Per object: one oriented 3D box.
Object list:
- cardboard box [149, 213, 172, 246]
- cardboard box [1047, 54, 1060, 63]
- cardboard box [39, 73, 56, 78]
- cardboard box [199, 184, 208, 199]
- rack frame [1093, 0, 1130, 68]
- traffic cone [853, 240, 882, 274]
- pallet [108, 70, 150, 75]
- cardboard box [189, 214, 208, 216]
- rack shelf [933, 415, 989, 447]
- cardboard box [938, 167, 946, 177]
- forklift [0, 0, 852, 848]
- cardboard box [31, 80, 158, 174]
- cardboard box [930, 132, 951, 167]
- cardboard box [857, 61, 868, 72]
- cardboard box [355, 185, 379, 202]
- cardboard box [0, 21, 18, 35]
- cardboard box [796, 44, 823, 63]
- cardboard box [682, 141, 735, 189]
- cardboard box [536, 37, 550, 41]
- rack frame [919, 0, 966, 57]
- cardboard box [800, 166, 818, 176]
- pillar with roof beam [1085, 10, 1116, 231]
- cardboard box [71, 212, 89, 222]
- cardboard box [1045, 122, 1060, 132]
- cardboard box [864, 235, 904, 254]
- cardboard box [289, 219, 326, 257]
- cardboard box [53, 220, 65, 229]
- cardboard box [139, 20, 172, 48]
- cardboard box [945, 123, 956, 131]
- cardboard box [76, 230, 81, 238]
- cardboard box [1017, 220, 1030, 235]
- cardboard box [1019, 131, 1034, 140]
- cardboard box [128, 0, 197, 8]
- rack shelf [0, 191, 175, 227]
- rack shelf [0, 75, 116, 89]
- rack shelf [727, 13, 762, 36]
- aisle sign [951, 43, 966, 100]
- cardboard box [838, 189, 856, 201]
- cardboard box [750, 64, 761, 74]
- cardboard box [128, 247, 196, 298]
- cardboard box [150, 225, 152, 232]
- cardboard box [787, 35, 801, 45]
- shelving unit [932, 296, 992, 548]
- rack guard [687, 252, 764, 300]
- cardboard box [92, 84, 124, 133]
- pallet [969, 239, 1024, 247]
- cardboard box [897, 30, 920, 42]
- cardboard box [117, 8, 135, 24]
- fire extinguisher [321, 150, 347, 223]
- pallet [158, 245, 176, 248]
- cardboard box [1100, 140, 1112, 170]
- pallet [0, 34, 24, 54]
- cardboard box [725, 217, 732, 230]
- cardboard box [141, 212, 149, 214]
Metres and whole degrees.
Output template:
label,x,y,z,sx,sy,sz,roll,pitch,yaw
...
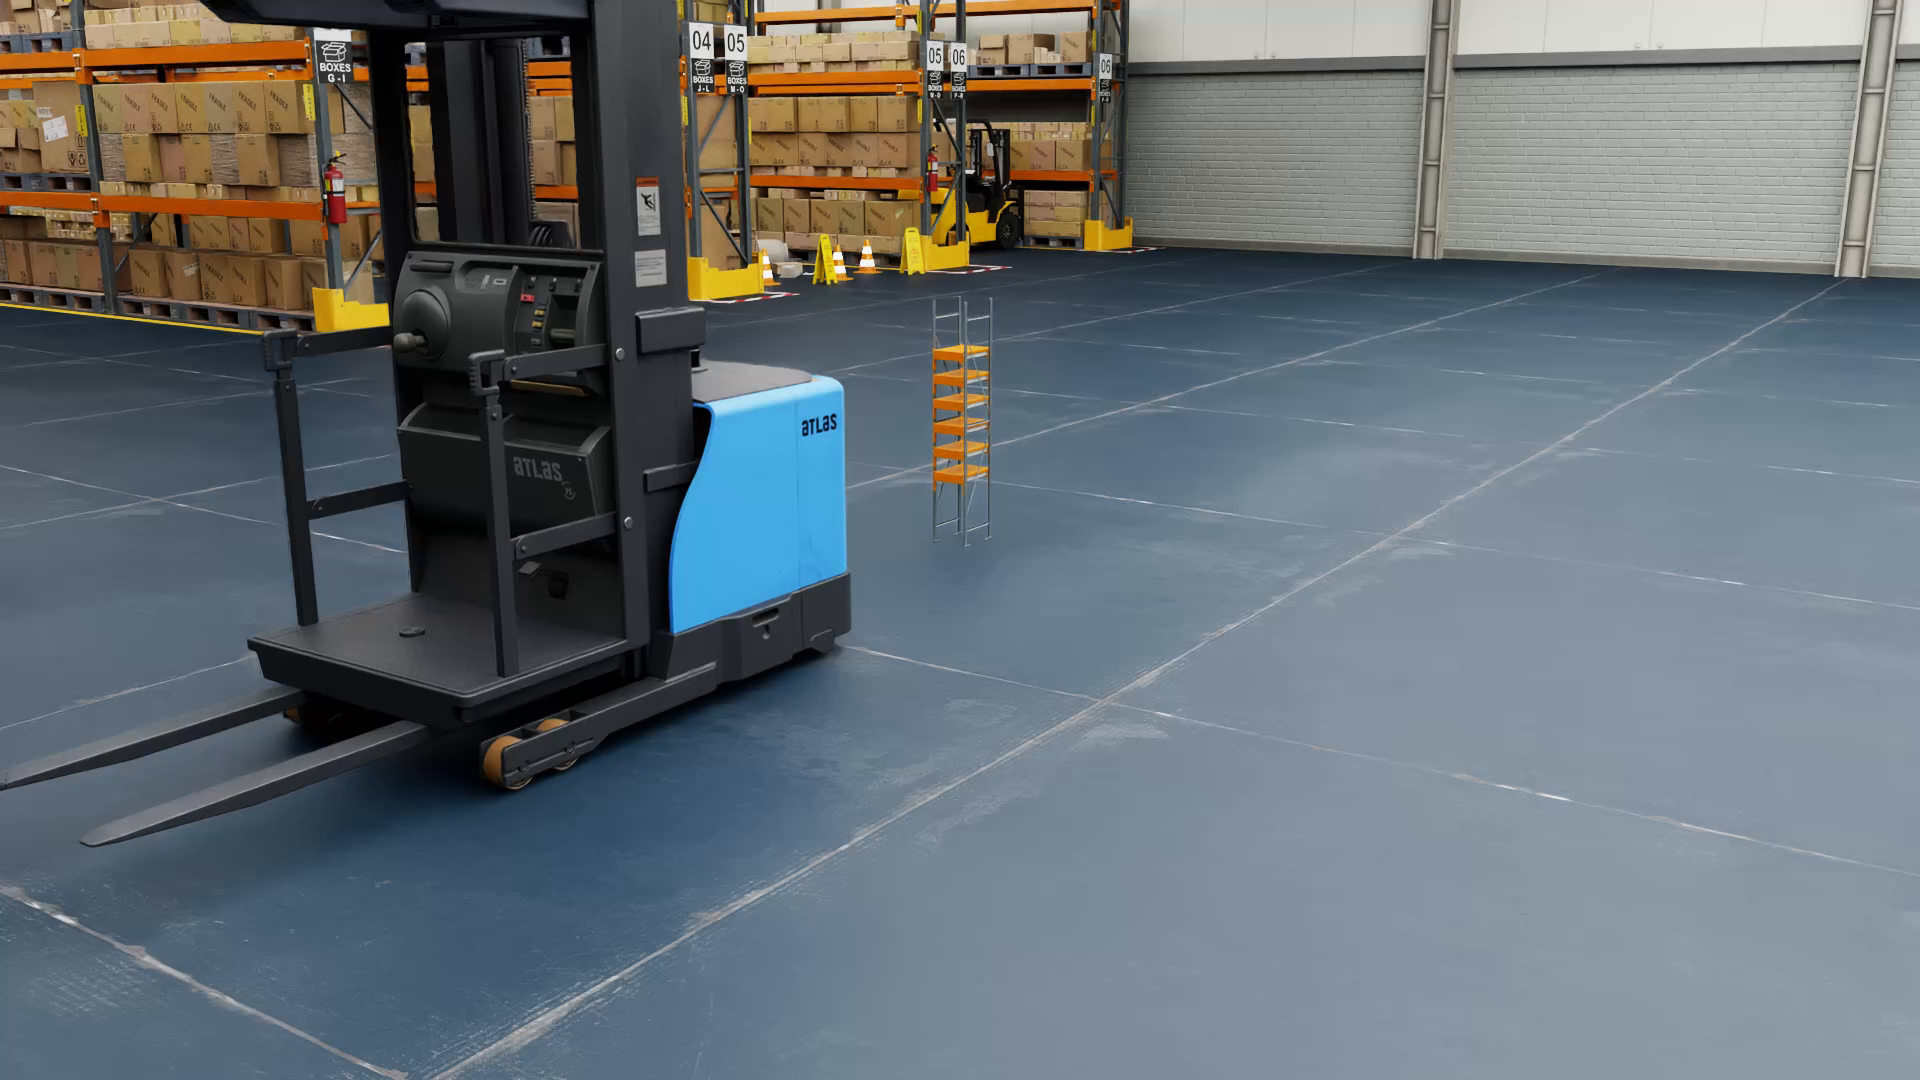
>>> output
label,x,y,z,sx,sy,sz,roll,pitch,yaw
cardboard box,-12.413,-4.920,26.284,0.500,0.500,0.500,10,17,35
cardboard box,1.668,-8.100,28.000,0.250,0.149,0.380,9,16,31
cardboard box,-14.676,-7.681,27.177,0.500,0.250,0.500,9,17,33
cardboard box,-7.597,-3.599,17.144,0.250,0.149,0.380,9,17,33
rack frame,2.525,-9.375,27.468,0.127,3.000,1.000,9,17,33
traffic cone,-1.319,-4.042,23.687,0.334,0.463,0.336,9,17,33
pallet,-12.426,-7.342,25.890,1.003,0.211,1.213,9,17,33
cardboard box,-11.549,-5.144,25.628,0.500,0.250,0.500,10,17,35
rack shelf,0.012,-0.537,8.182,0.180,0.103,0.258,9,17,33
cardboard box,-0.409,-5.438,24.570,0.250,0.149,0.380,9,17,33
forklift,-1.661,-0.773,5.348,1.130,2.935,3.031,9,17,32
cardboard box,-9.673,-4.663,18.794,1.000,1.000,1.000,9,17,33
cardboard box,-0.481,-5.784,24.621,0.500,0.500,0.500,9,16,32
cardboard box,-1.294,-6.915,24.297,0.250,0.149,0.380,9,17,33
cardboard box,-5.877,-3.461,16.583,0.250,0.149,0.380,9,17,33
cardboard box,-10.704,-5.811,18.926,0.250,0.166,0.380,9,16,31
cardboard box,-2.087,-7.219,24.693,0.500,0.250,0.500,9,17,33
cardboard box,-3.254,-4.586,20.293,0.550,0.550,0.875,9,17,33
cardboard box,-5.070,-6.308,20.762,0.250,0.149,0.380,9,17,33
rack frame,-0.242,-8.385,23.468,0.127,3.000,1.000,9,17,33
cardboard box,-2.198,-5.579,25.142,0.250,0.149,0.380,9,17,33
pillar with roof beam,0.047,-8.790,25.103,0.400,9.000,9.100,9,17,33
cardboard box,-14.442,-5.346,27.499,0.250,0.149,0.380,9,16,31
cardboard box,1.656,-7.033,28.316,0.250,0.149,0.380,10,17,34
cardboard box,-1.083,-4.400,24.703,0.500,0.250,0.500,9,17,33
cardboard box,-9.104,-4.557,24.298,0.750,0.750,1.050,9,16,32
cardboard box,-15.032,-5.325,28.032,0.250,0.149,0.380,8,16,30
cardboard box,-8.014,-5.166,17.021,0.500,0.250,0.500,8,16,31
cardboard box,-0.055,-7.301,29.396,0.250,0.149,0.380,10,17,34
cardboard box,-14.432,-5.073,27.634,0.250,0.149,0.380,10,17,34
cardboard box,1.141,-5.470,29.024,0.500,0.250,0.500,9,17,33
cardboard box,1.224,-6.954,28.615,0.250,0.149,0.380,9,16,31
cardboard box,-8.576,-5.915,17.867,0.500,0.500,0.500,9,16,31
rack shelf,-10.752,-3.952,19.543,4.000,0.370,1.077,9,17,33
rack shelf,-14.538,-7.457,27.457,4.000,0.370,1.077,9,17,33
rack shelf,-5.773,-10.173,33.020,4.000,0.370,1.077,9,17,33
aisle sign,-0.018,-6.788,24.092,0.004,0.787,0.394,9,17,33
cardboard box,-1.602,-5.146,24.808,0.250,0.149,0.380,10,17,34
cardboard box,-2.986,-7.195,25.427,0.250,0.149,0.380,9,17,33
cardboard box,-8.783,-2.962,18.374,0.500,0.500,0.500,9,16,31
cardboard box,-13.261,-5.174,27.423,0.250,0.149,0.380,9,17,33
cardboard box,-2.371,-7.459,24.835,0.250,0.149,0.380,9,16,32
shelving unit,0.012,-0.580,8.171,0.189,1.200,0.258,9,17,33
rack guard,-2.901,-3.256,20.434,0.348,0.500,1.175,9,17,33
cardboard box,-8.861,-4.600,17.757,0.500,0.500,0.500,9,17,33
pallet,0.859,-5.367,29.566,1.213,0.211,1.003,9,17,33
cardboard box,-0.688,-7.180,23.708,0.250,0.149,0.380,9,17,33
cardboard box,-8.521,-5.442,17.305,0.250,0.149,0.380,9,17,33
fire extinguisher,-5.935,-3.352,15.783,0.183,0.674,0.296,9,17,33
pallet,-12.232,-4.624,26.562,1.213,0.211,1.003,9,17,33
cardboard box,2.269,-6.633,28.669,0.500,0.500,0.500,10,17,35
pallet,-10.407,-5.641,19.015,1.003,0.211,1.213,9,17,33
cardboard box,-3.998,-5.007,26.903,0.625,0.372,0.950,9,17,34
cardboard box,-13.244,-5.326,27.419,0.250,0.149,0.380,10,17,36
